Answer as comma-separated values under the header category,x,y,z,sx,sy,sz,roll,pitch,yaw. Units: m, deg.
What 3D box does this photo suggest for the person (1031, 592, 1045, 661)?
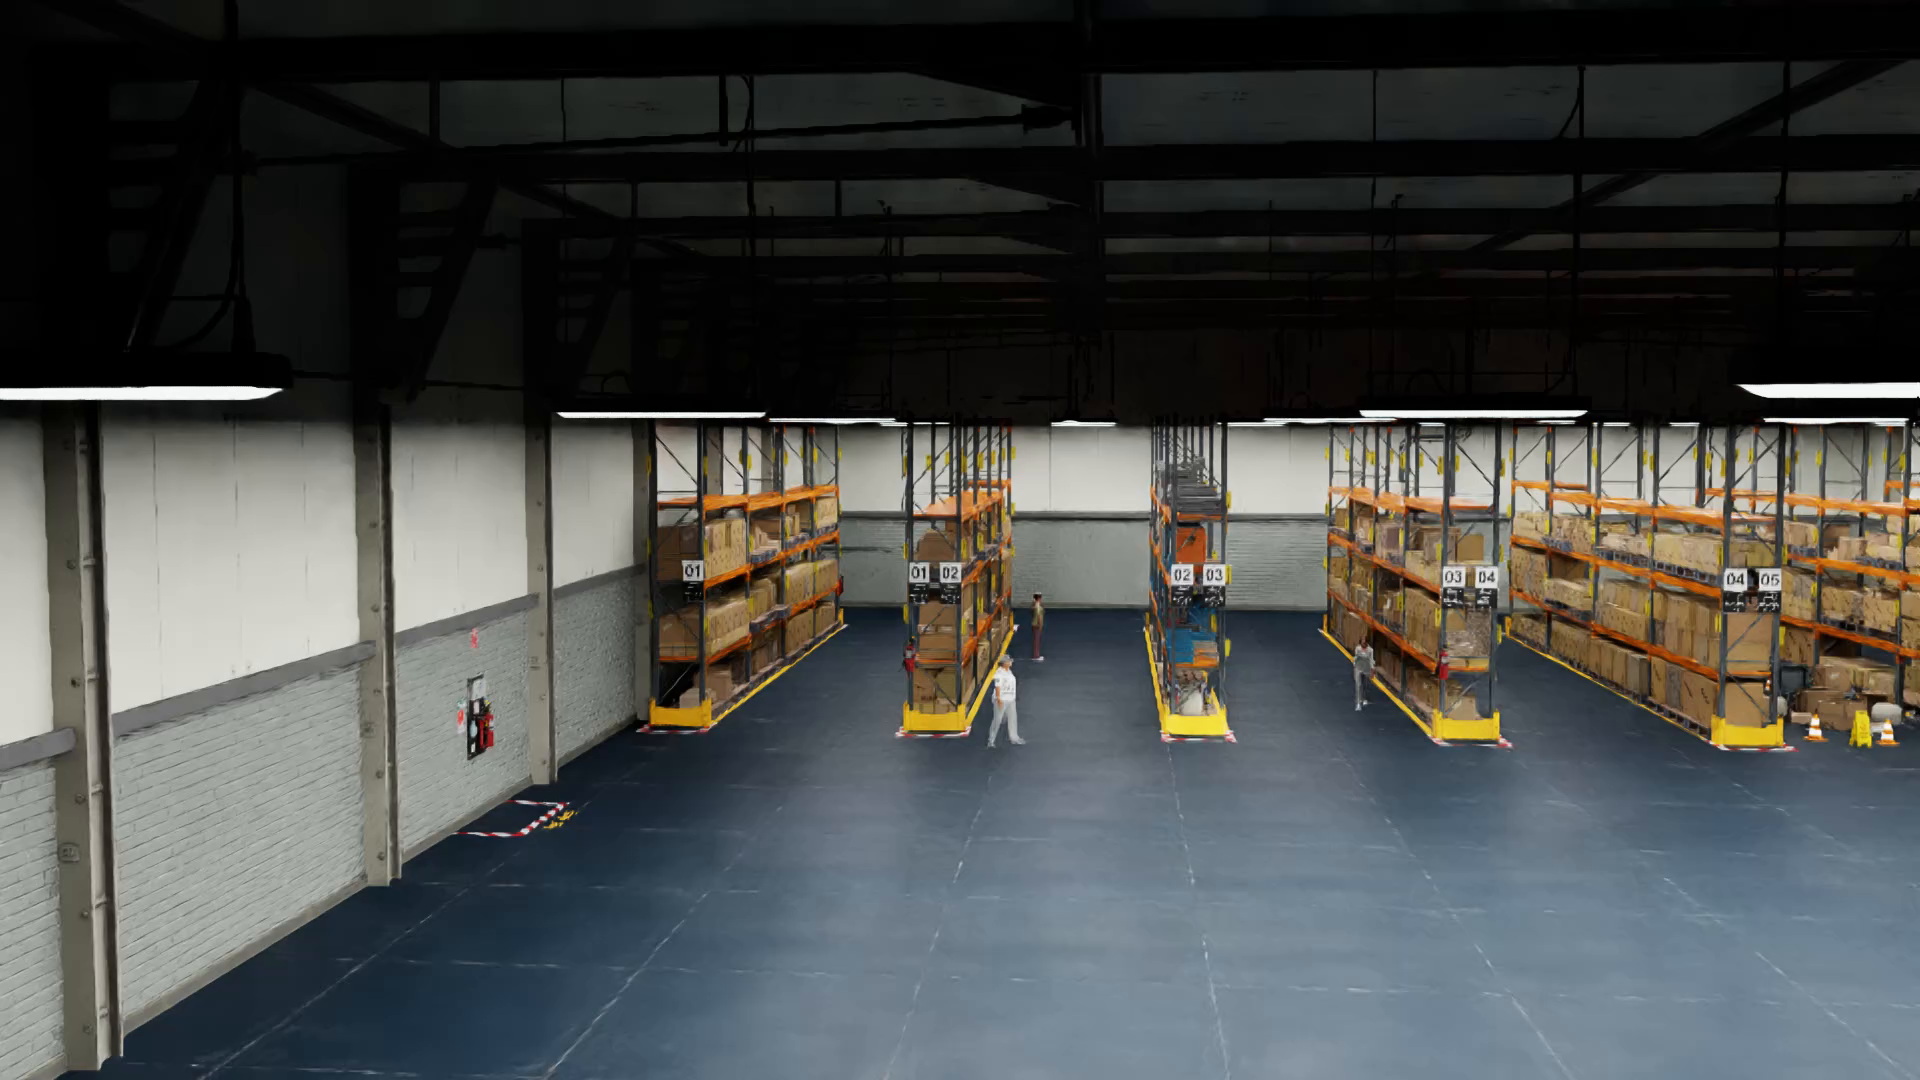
category,x,y,z,sx,sy,sz,roll,pitch,yaw
person,1.926,2.123,40.831,0.389,1.671,0.557,-1,4,-16

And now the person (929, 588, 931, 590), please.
category,x,y,z,sx,sy,sz,roll,pitch,yaw
person,-0.713,1.824,45.866,0.488,1.590,1.089,0,4,3

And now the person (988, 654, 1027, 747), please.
category,x,y,z,sx,sy,sz,roll,pitch,yaw
person,0.820,2.872,29.904,0.525,1.657,0.709,3,5,35

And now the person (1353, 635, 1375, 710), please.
category,x,y,z,sx,sy,sz,roll,pitch,yaw
person,8.230,2.667,33.876,0.420,1.513,1.042,1,4,9
